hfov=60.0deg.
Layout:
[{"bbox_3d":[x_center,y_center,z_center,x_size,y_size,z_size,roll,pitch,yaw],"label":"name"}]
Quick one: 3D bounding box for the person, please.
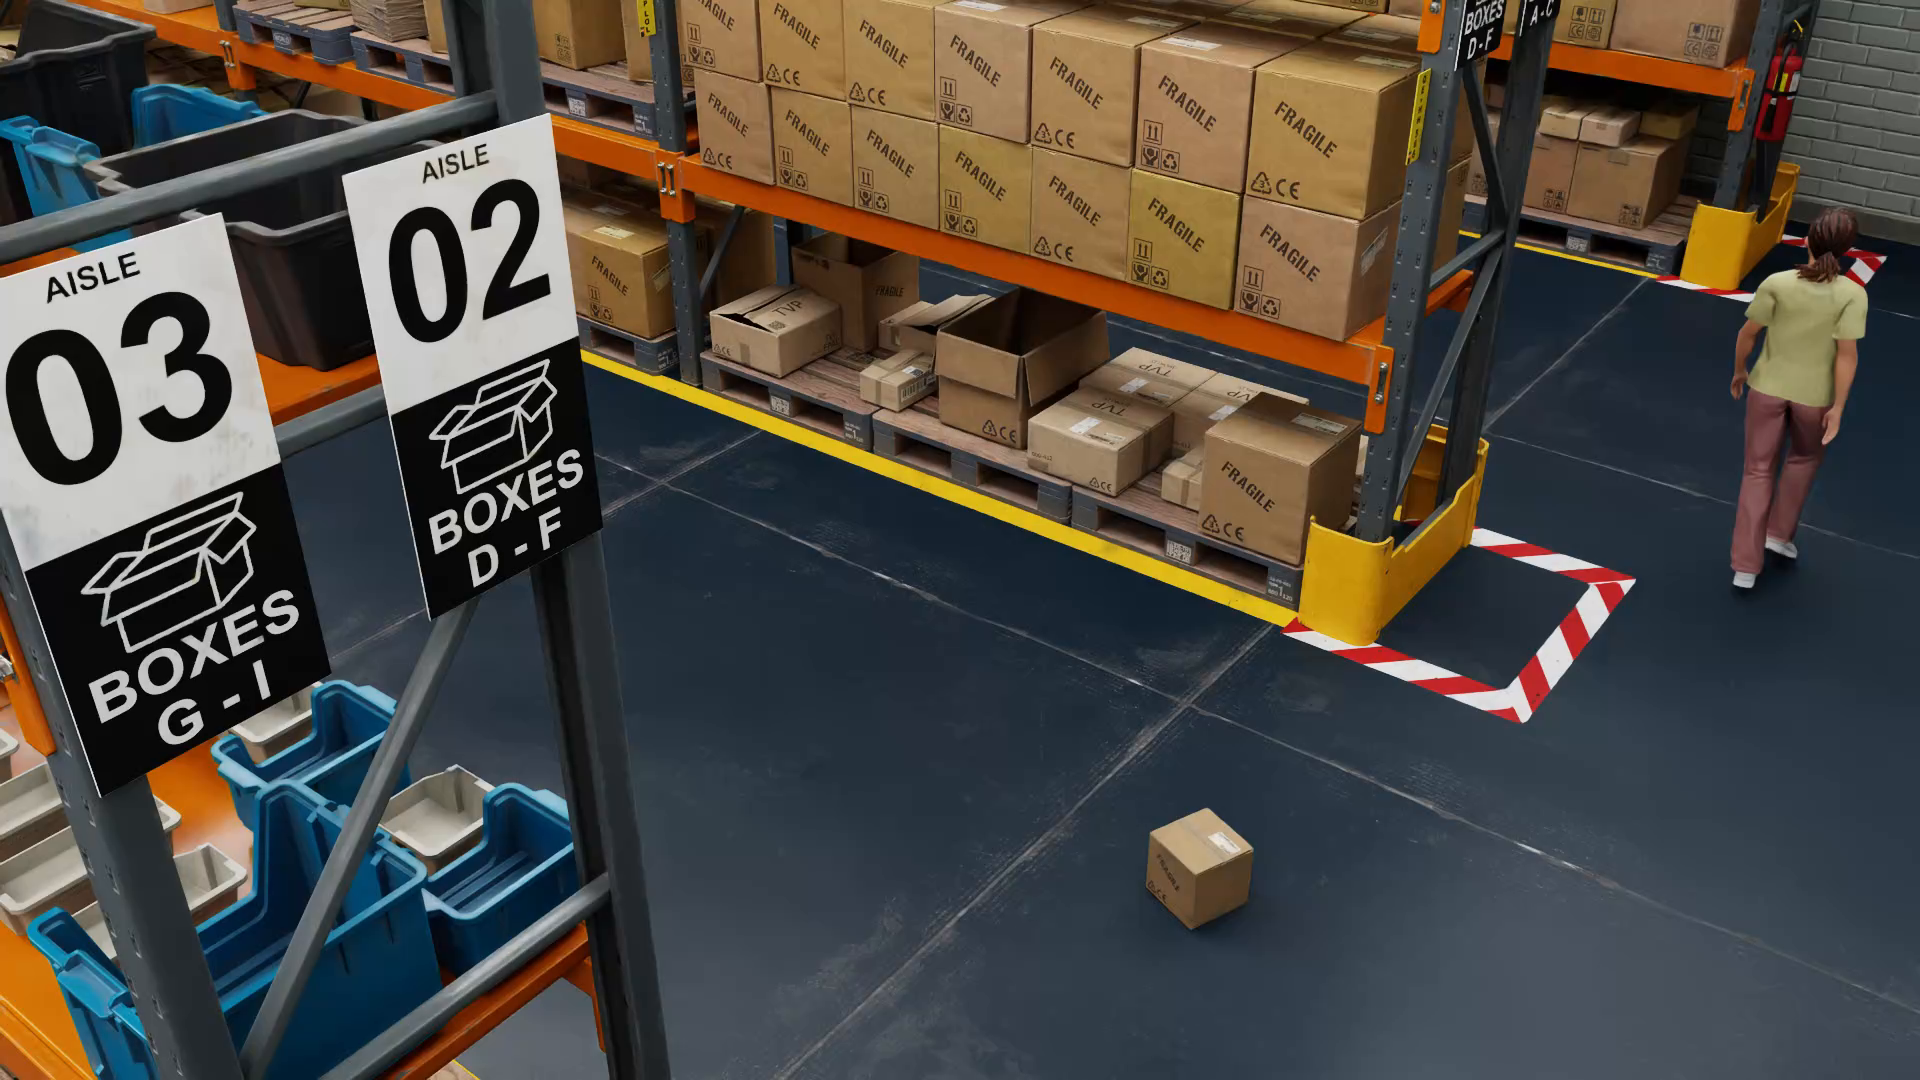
[{"bbox_3d":[3.532,-0.594,7.141,0.474,1.719,0.600,16,34,25],"label":"person"}]
